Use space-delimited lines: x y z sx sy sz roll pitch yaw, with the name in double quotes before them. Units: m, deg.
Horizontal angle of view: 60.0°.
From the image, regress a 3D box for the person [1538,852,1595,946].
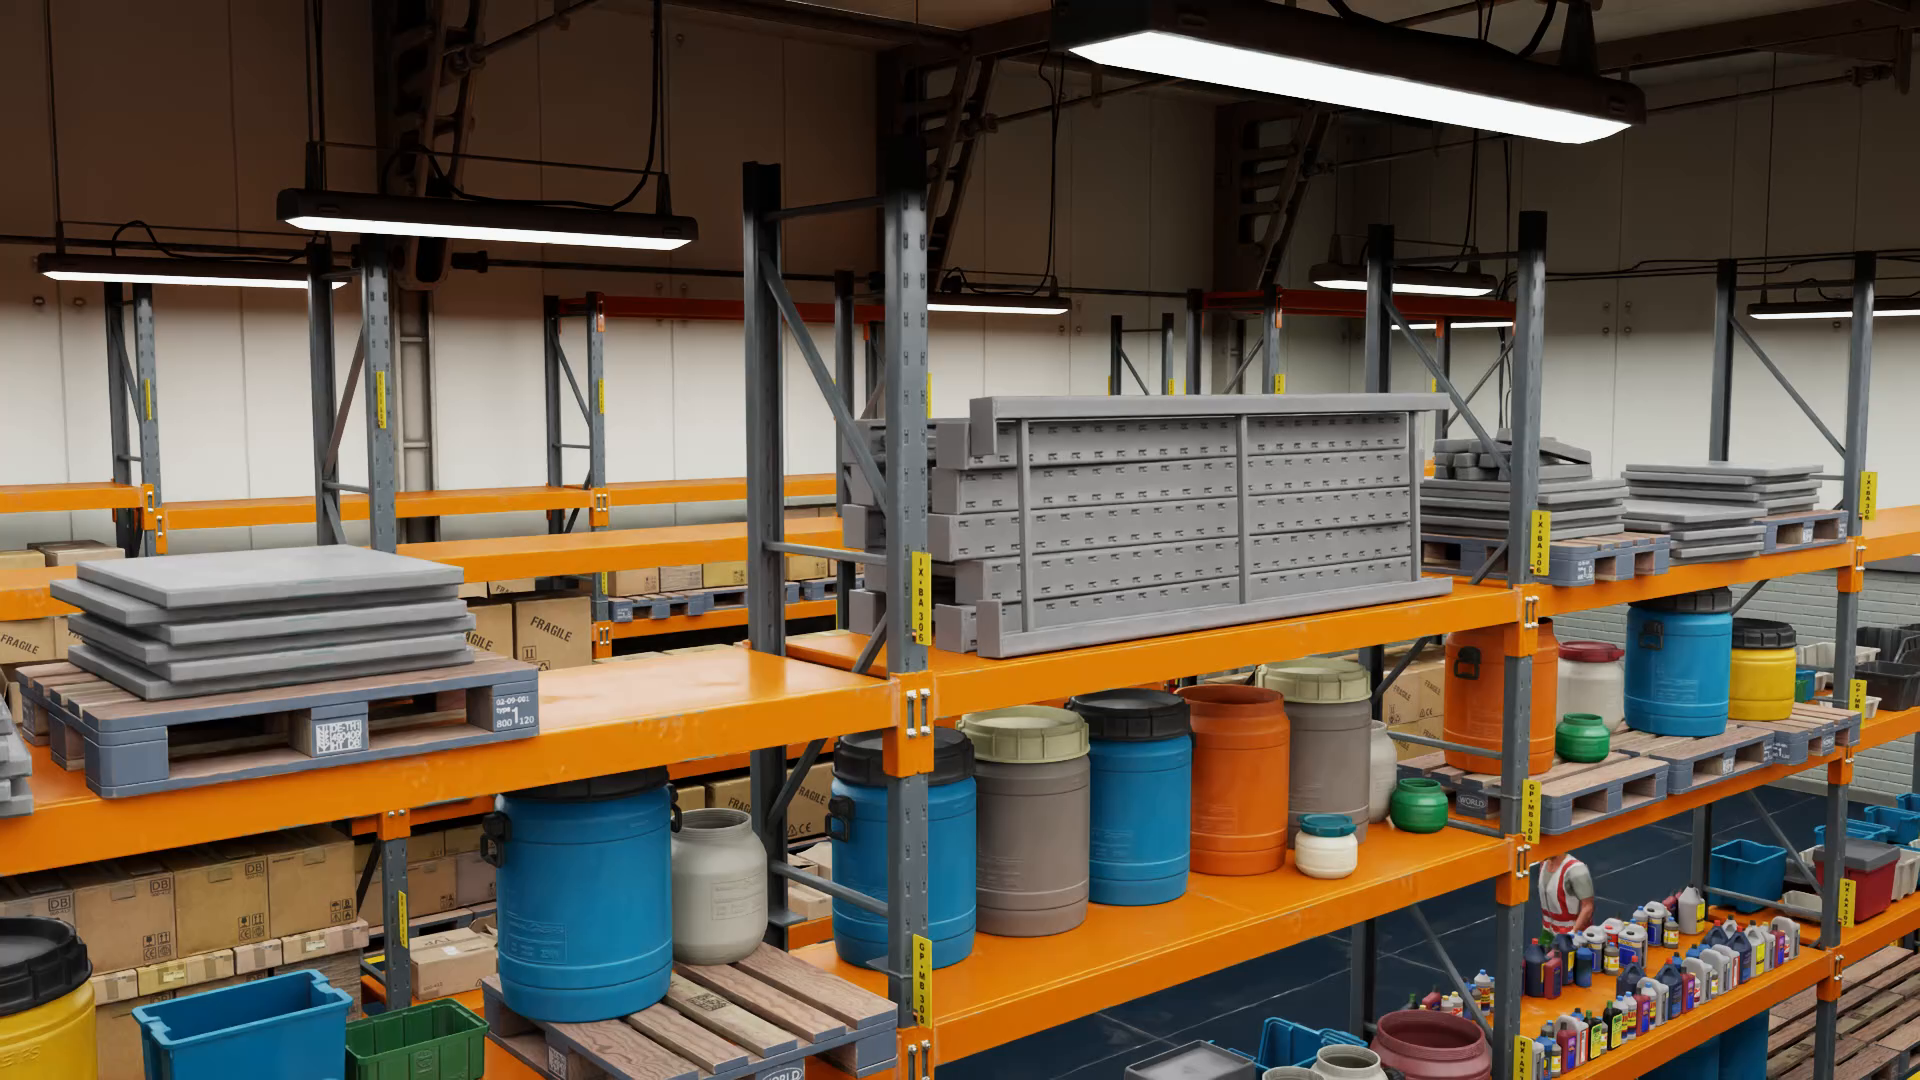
"person" 4.816 3.075 12.959 0.700 1.709 0.592 -2 6 -20
